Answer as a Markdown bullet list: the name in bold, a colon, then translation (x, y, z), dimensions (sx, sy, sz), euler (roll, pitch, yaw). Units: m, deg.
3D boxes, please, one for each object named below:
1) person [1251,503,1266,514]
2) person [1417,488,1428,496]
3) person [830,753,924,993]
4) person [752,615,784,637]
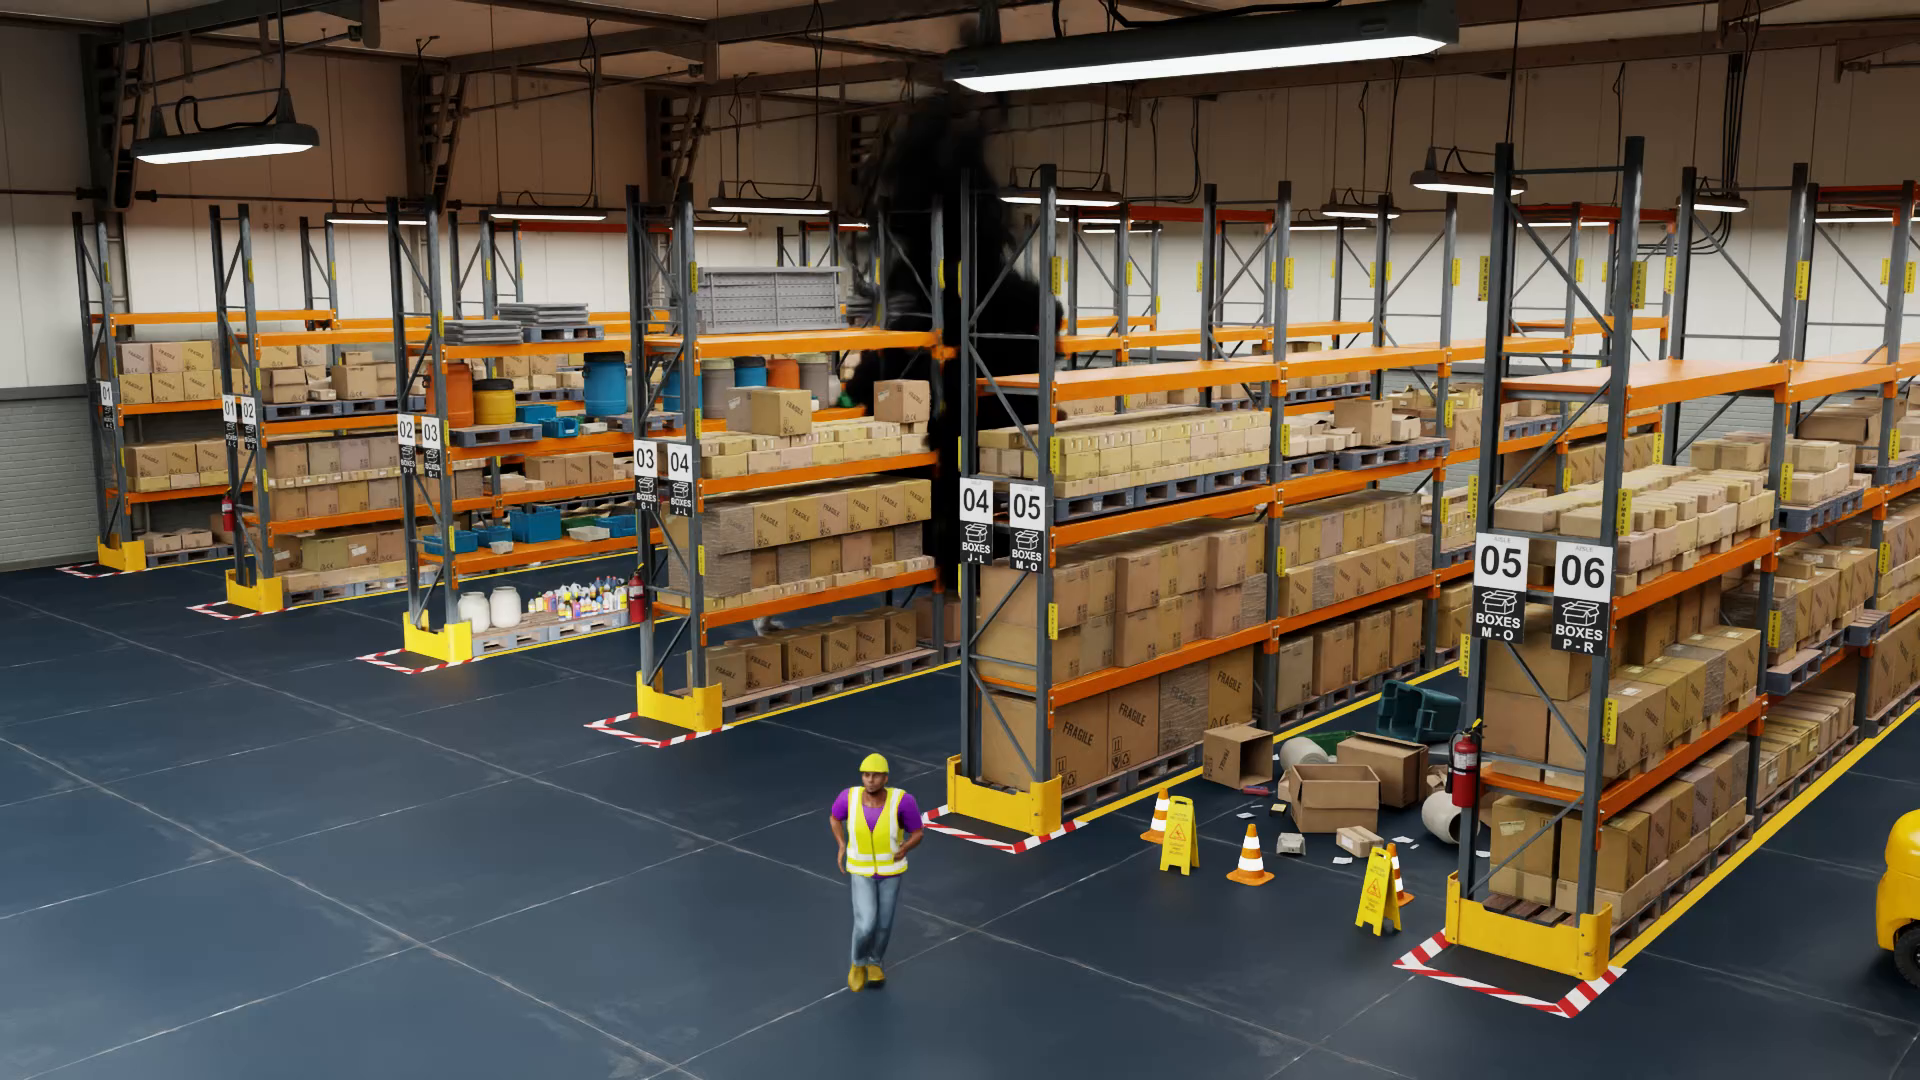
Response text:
- **person**: translation (4.413, 0.274, 24.622), dimensions (0.583, 1.729, 0.754), euler (7, 12, 35)
- **person**: translation (7.074, 0.057, 25.696), dimensions (0.683, 1.737, 0.594), euler (9, 13, 44)
- **person**: translation (-0.589, 2.375, 11.797), dimensions (0.668, 1.766, 0.679), euler (-1, 9, -3)
- **person**: translation (-2.505, 0.715, 21.817), dimensions (0.663, 1.750, 0.756), euler (6, 11, 31)
